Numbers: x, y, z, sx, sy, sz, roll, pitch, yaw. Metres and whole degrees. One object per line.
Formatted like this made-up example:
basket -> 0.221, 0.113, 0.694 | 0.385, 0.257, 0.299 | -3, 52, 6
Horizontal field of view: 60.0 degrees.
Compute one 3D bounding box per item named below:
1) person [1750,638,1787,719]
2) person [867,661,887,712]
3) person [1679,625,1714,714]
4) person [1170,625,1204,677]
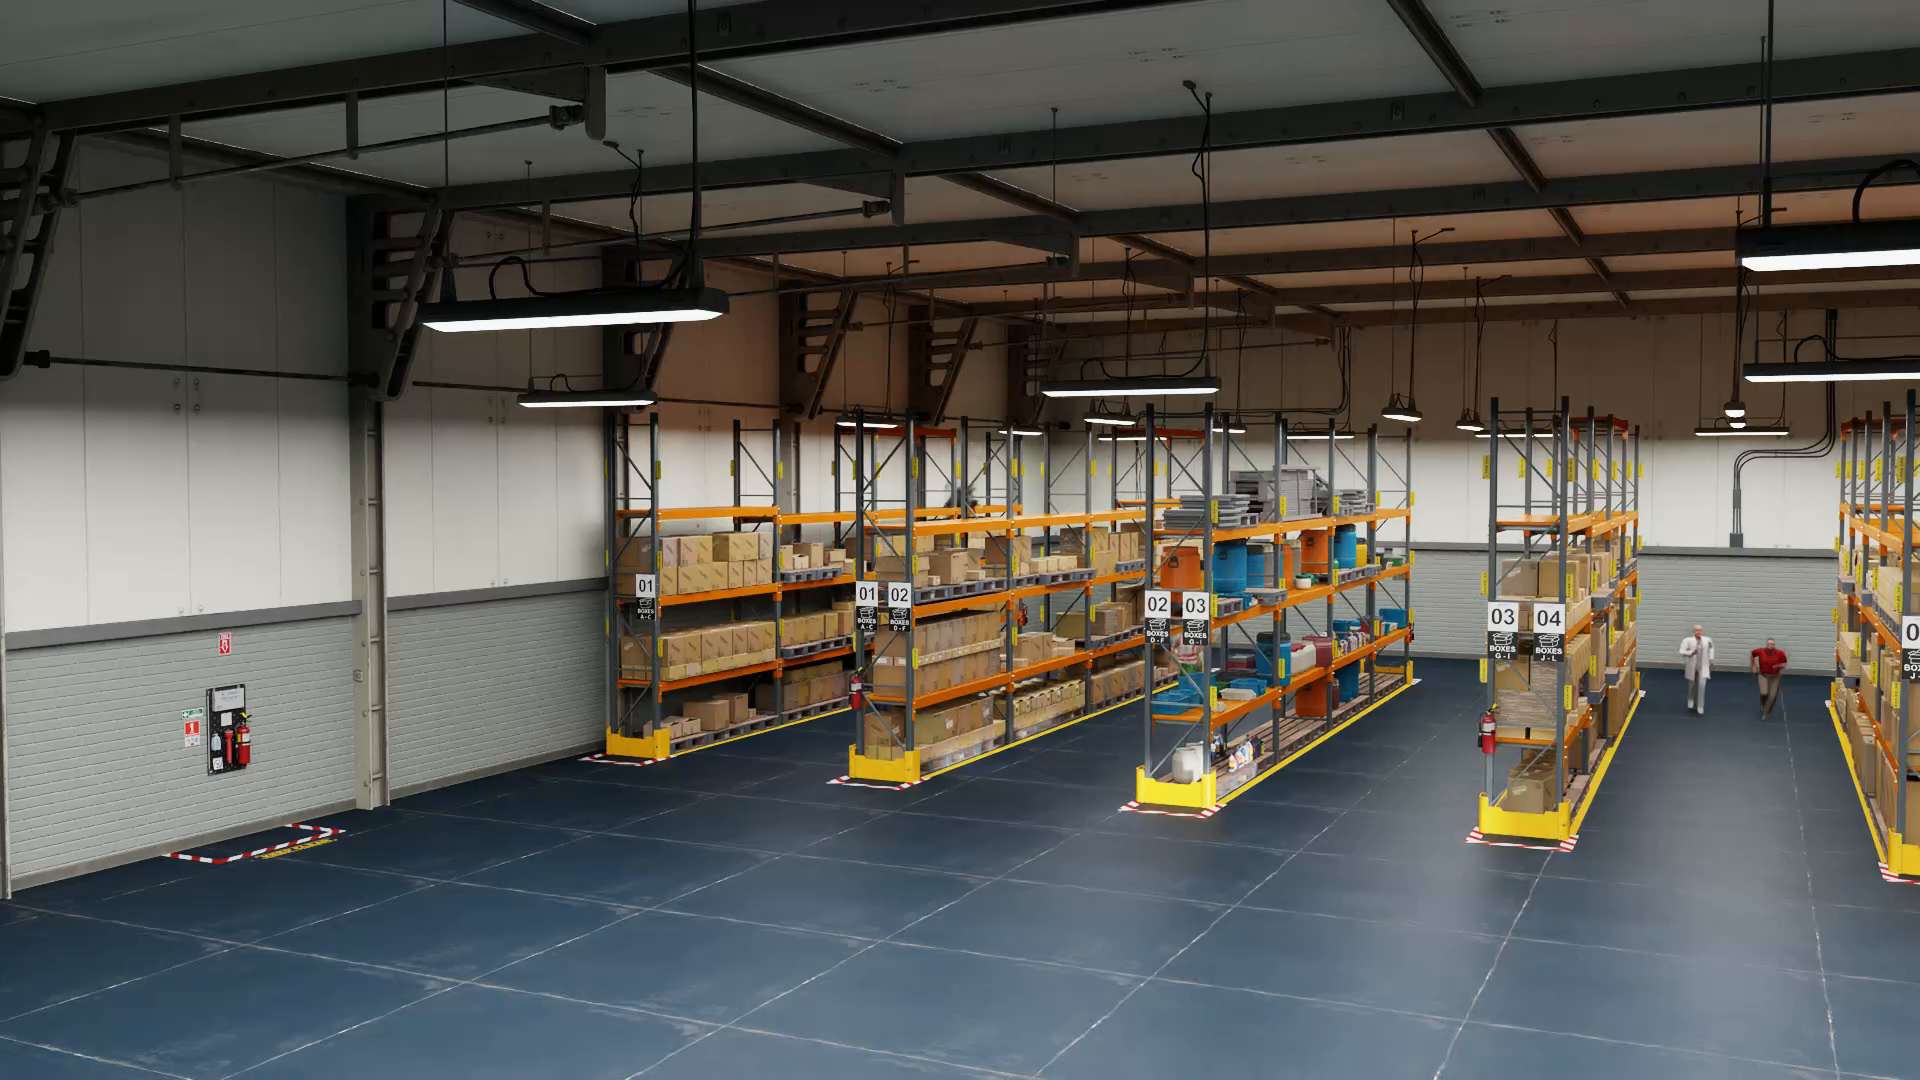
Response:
person -> 16.166, 2.780, 33.247 | 0.648, 1.651, 0.769 | 1, 3, 20
person -> -1.495, 2.867, 31.993 | 0.626, 1.618, 0.583 | 0, 2, 10
person -> 15.184, 2.636, 34.274 | 0.697, 1.777, 1.060 | 1, 2, 16
person -> 4.804, 2.643, 35.214 | 0.690, 1.848, 0.912 | 1, 3, 18
